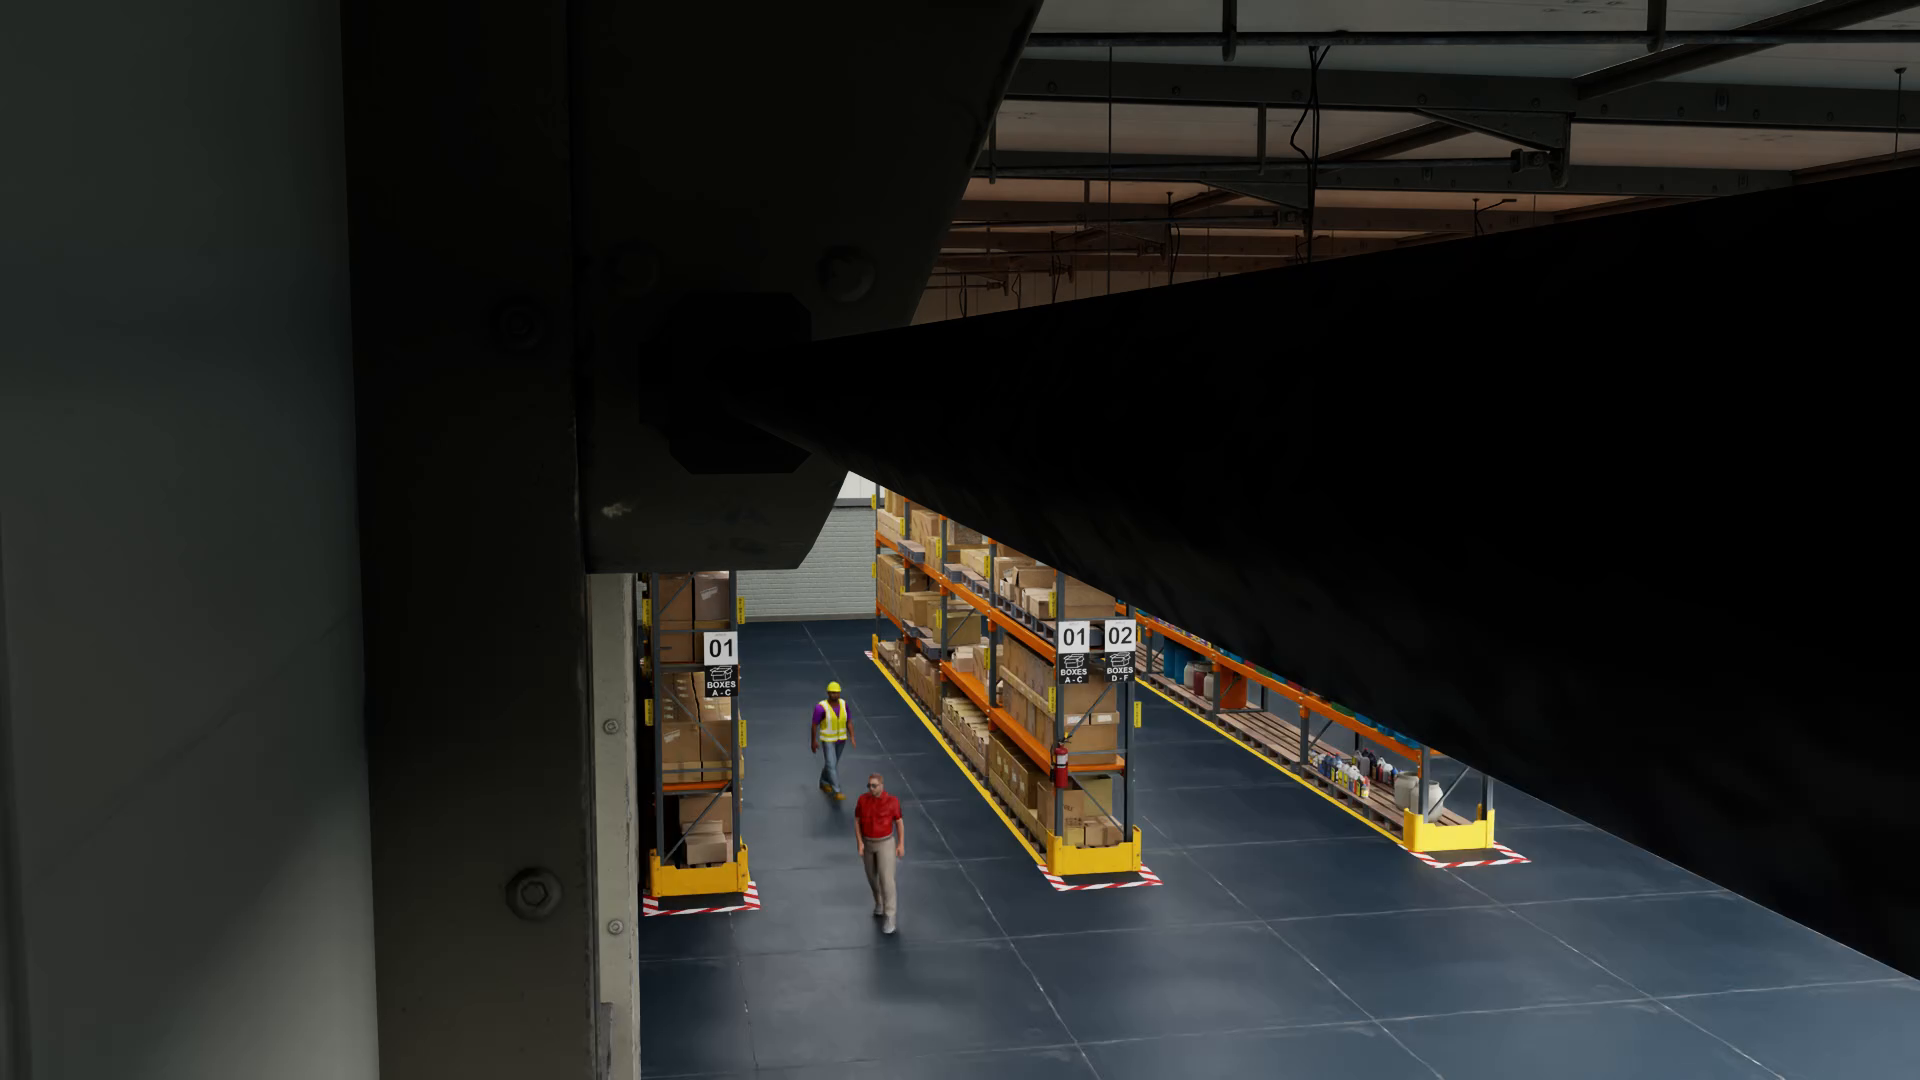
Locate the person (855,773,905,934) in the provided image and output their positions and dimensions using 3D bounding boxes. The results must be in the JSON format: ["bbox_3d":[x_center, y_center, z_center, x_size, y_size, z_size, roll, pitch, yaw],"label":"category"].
[{"bbox_3d":[-0.922,3.526,19.052,0.686,1.700,0.809,3,7,26],"label":"person"}]

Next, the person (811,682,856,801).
[{"bbox_3d":[-1.819,2.941,24.468,0.591,1.702,1.066,-5,8,-39],"label":"person"}]
